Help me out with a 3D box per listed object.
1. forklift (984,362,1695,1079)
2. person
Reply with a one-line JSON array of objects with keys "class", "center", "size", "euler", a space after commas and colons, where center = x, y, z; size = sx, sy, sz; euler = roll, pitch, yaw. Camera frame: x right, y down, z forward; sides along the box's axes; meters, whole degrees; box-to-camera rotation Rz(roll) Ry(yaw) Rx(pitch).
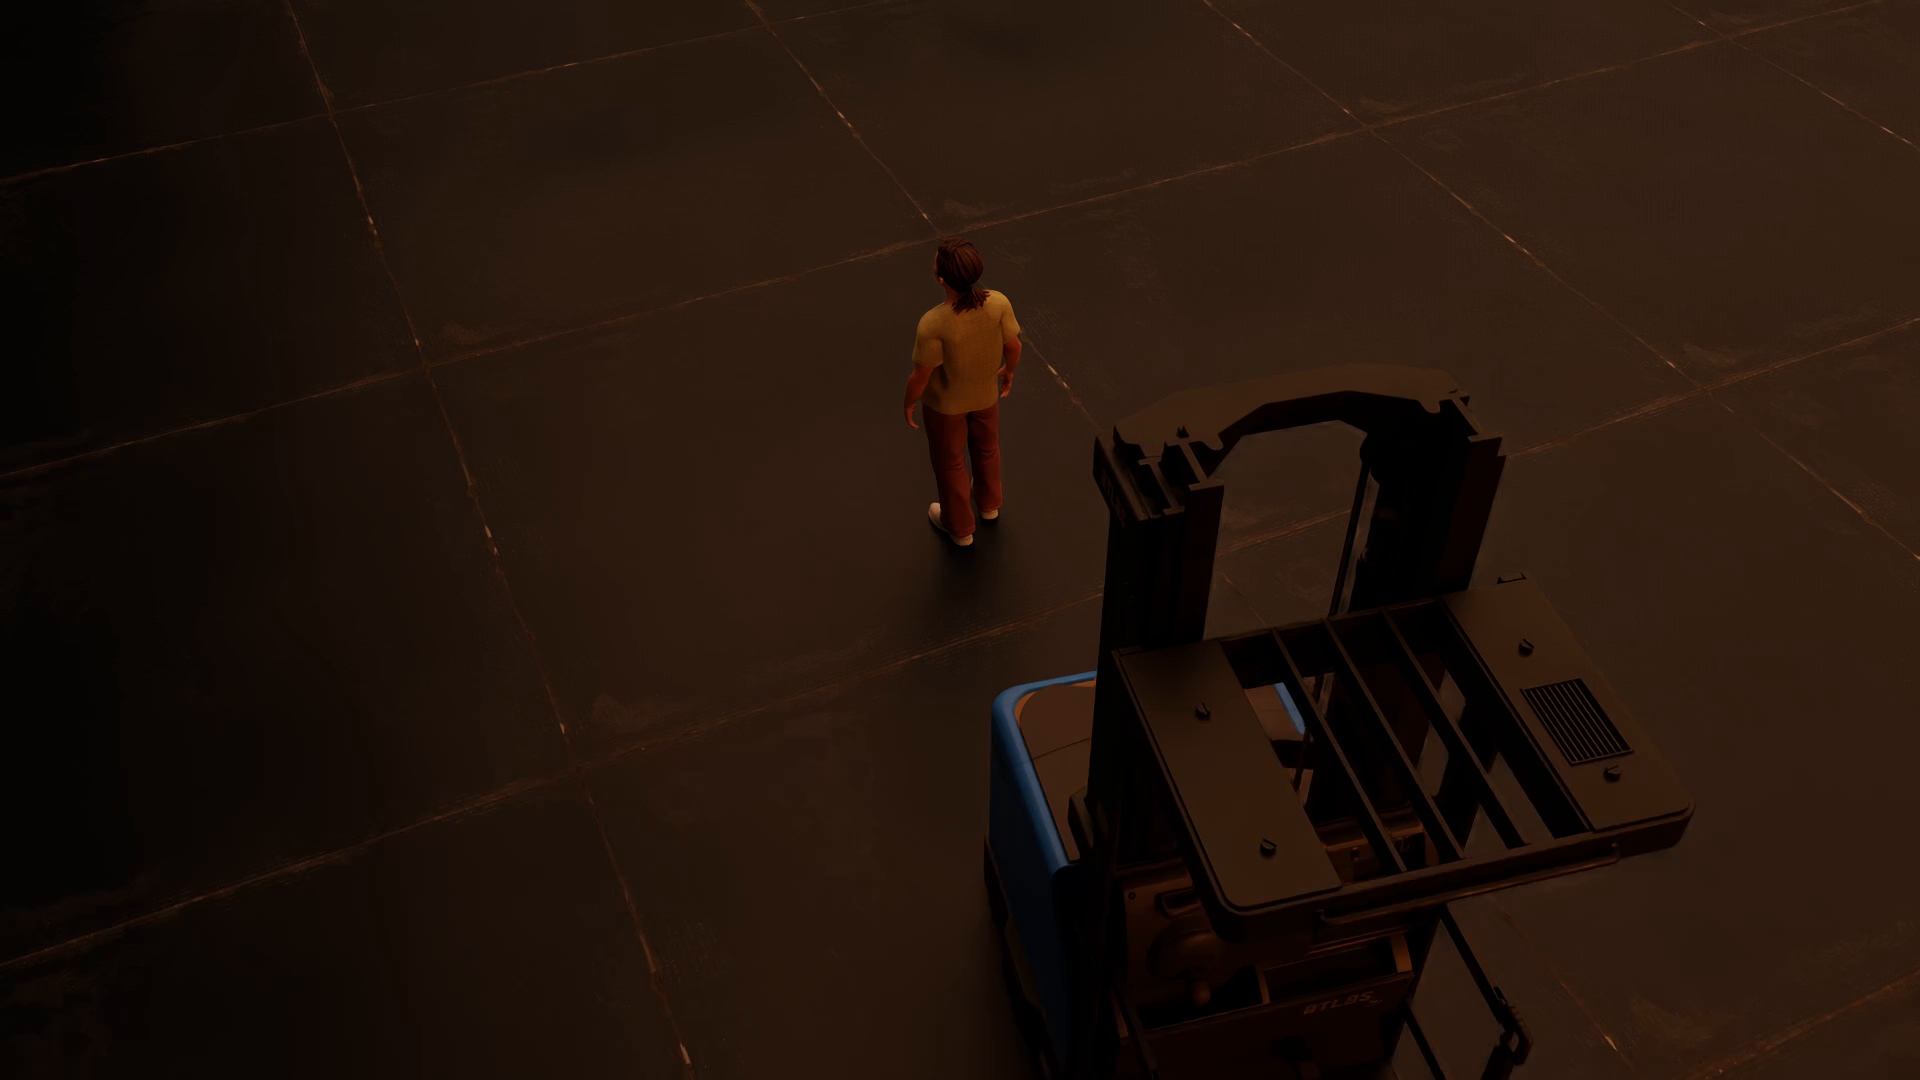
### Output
[{"class": "forklift", "center": [0.952, 1.120, 4.480], "size": [1.130, 2.935, 3.031], "euler": [-10, 44, -10]}, {"class": "person", "center": [-0.021, -0.667, 7.304], "size": [0.553, 1.673, 0.548], "euler": [-18, 46, -18]}]
